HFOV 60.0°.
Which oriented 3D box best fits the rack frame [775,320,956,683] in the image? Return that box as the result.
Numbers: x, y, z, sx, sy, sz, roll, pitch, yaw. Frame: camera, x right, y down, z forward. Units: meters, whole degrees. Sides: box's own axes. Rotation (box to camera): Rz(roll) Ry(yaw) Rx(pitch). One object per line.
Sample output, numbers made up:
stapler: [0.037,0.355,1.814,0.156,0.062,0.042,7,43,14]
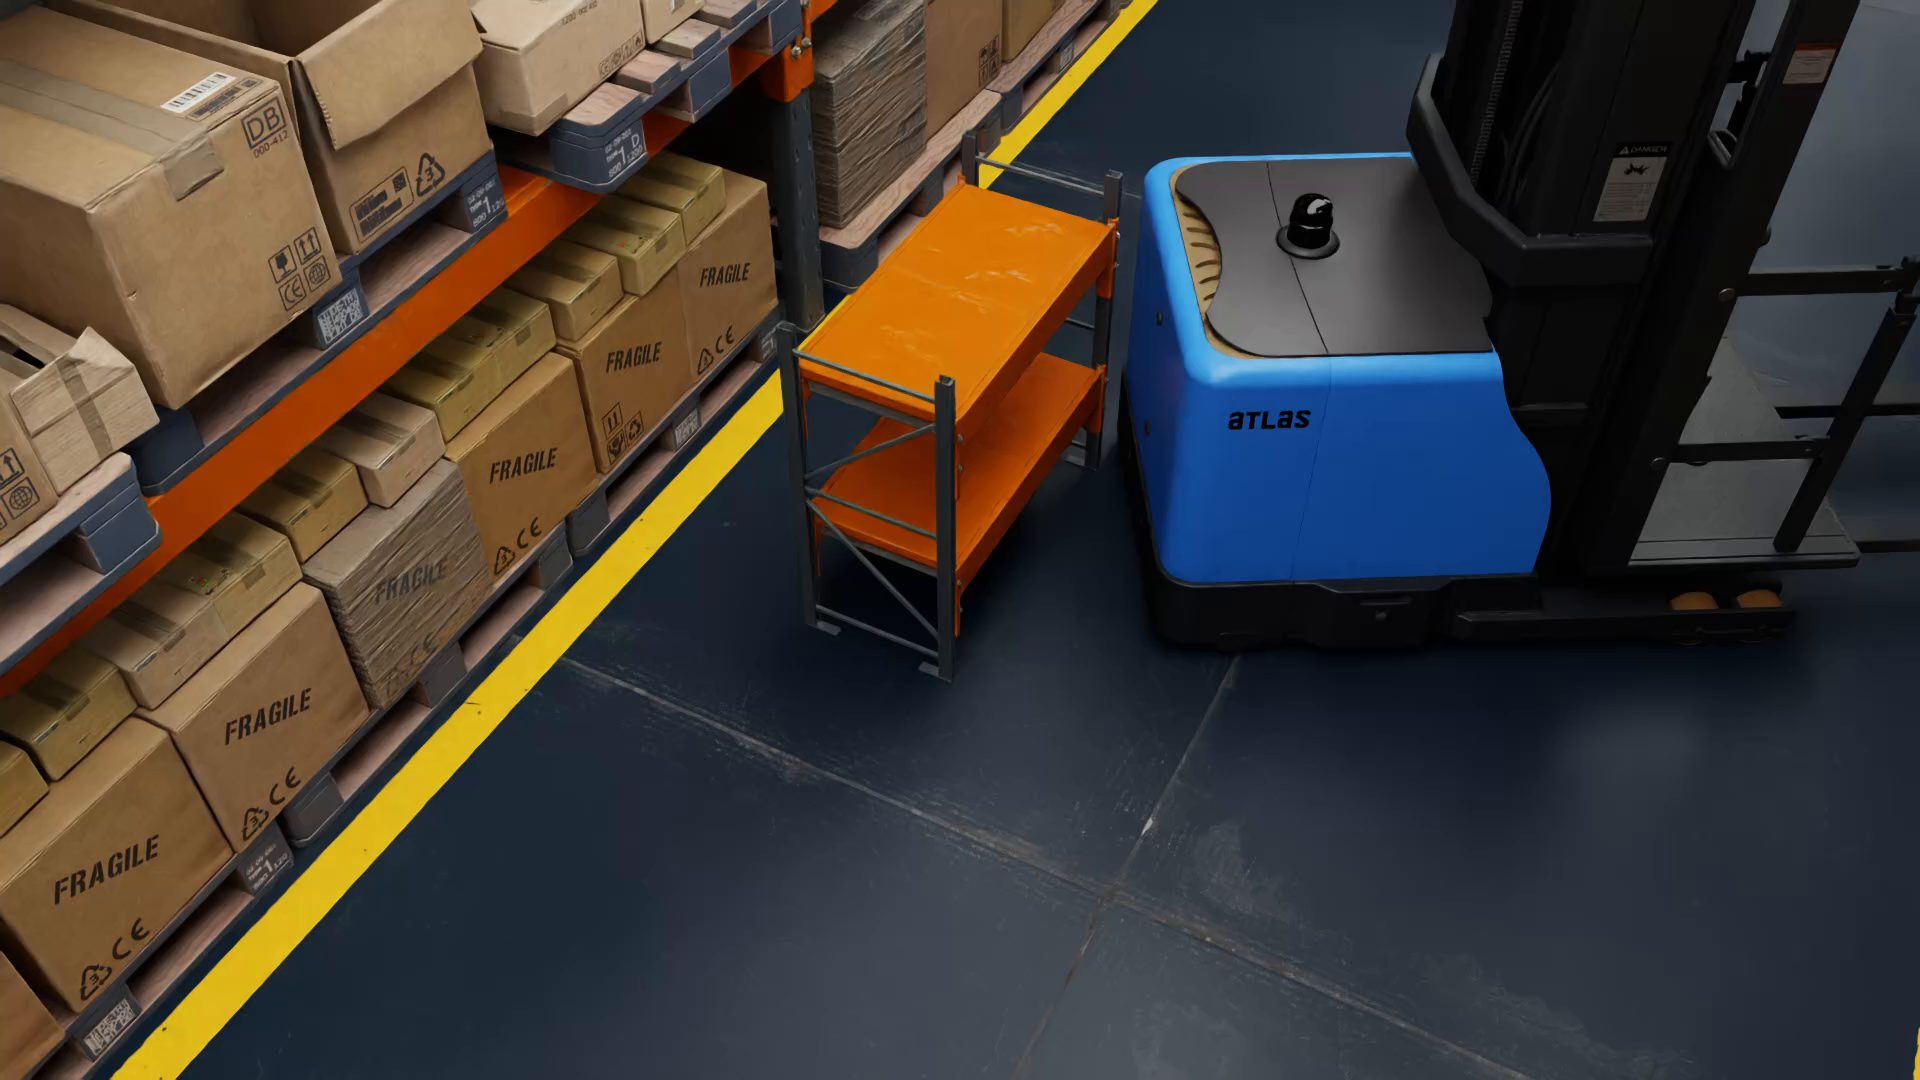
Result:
rack frame: [-0.239,-0.071,4.529,0.500,1.125,0.032,20,49,19]

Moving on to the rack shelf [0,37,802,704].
rack shelf: [-1.888,-0.477,4.119,1.077,0.370,4.000,20,49,19]

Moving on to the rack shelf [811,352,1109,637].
rack shelf: [-0.003,-0.219,5.020,0.538,0.278,1.000,20,49,19]

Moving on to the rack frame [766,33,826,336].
rack frame: [-0.960,-1.990,5.108,1.000,3.000,0.127,20,49,19]

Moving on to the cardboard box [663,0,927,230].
cardboard box: [-0.658,-1.691,6.187,0.875,0.625,0.625,22,49,20]

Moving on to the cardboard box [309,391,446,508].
cardboard box: [-1.605,-0.266,4.410,0.380,0.149,0.250,18,48,17]

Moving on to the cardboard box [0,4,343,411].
cardboard box: [-1.789,-0.705,3.472,0.700,0.500,0.500,20,49,19]

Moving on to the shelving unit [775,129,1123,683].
shelving unit: [-0.003,-0.391,4.846,0.538,1.125,1.048,20,49,19]

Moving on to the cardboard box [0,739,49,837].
cardboard box: [-2.245,0.529,3.624,0.380,0.149,0.250,18,48,17]

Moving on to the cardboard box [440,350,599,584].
cardboard box: [-1.448,-0.279,4.879,0.500,0.500,0.500,22,49,21]

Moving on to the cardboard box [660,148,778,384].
cardboard box: [-0.966,-0.922,5.514,0.500,0.500,0.500,22,49,20]

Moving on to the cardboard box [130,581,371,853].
cardboard box: [-1.919,0.379,4.229,0.500,0.500,0.500,19,48,18]

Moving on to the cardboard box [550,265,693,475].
cardboard box: [-1.207,-0.610,5.206,0.500,0.500,0.500,20,49,18]

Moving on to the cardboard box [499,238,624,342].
cardboard box: [-1.225,-0.759,4.897,0.380,0.149,0.250,19,48,18]

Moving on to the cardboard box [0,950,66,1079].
cardboard box: [-2.393,1.030,3.585,0.500,0.500,0.500,22,49,21]

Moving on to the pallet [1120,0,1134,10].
pallet: [0.590,-3.053,8.119,1.003,0.211,1.213,20,49,19]

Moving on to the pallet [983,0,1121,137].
pallet: [0.025,-2.281,7.356,1.003,0.211,1.213,20,49,19]

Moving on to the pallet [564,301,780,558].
pallet: [-1.340,-0.552,5.647,1.003,0.211,1.213,20,49,19]

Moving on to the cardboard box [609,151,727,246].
cardboard box: [-0.965,-1.092,5.227,0.380,0.149,0.250,18,48,17]

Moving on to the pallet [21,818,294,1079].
pallet: [-2.472,0.985,4.128,1.003,0.211,1.213,20,49,19]

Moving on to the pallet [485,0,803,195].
pallet: [-1.212,-1.473,4.731,1.213,0.211,1.003,20,49,19]

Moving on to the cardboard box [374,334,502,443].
cardboard box: [-1.503,-0.450,4.592,0.380,0.149,0.250,20,49,18]

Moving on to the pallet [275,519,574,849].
pallet: [-1.907,0.214,4.891,1.003,0.211,1.213,20,49,19]

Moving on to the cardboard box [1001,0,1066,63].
cardboard box: [-0.049,-2.530,7.016,0.875,0.625,0.625,19,48,17]

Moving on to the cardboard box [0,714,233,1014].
cardboard box: [-2.154,0.692,3.920,0.500,0.500,0.500,20,49,19]

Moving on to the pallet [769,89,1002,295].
pallet: [-0.543,-1.516,6.600,1.003,0.211,1.213,20,49,19]

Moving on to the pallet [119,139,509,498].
pallet: [-1.858,-0.696,3.964,1.003,0.211,1.213,20,49,19]

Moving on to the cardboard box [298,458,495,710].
cardboard box: [-1.672,0.054,4.550,0.500,0.500,0.500,19,48,18]

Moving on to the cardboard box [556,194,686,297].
cardboard box: [-1.064,-0.910,5.047,0.380,0.149,0.250,18,48,17]

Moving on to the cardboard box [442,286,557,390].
cardboard box: [-1.388,-0.608,4.748,0.380,0.149,0.250,22,49,20]

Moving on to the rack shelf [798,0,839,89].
rack shelf: [-0.031,-2.997,6.609,1.077,0.370,4.000,20,49,19]

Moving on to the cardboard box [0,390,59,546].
cardboard box: [-2.153,-0.210,2.983,0.700,0.500,0.500,21,49,19]

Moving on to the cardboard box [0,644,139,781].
cardboard box: [-2.130,0.352,3.799,0.380,0.149,0.250,20,49,18]

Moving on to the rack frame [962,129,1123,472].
rack frame: [0.233,-0.711,5.162,0.500,1.125,0.032,20,49,19]

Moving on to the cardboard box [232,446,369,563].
cardboard box: [-1.764,-0.128,4.274,0.380,0.149,0.250,21,49,19]

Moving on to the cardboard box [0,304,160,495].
cardboard box: [-1.832,-0.319,3.256,0.396,0.266,0.258,23,50,21]

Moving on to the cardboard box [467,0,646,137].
cardboard box: [-1.163,-1.314,4.249,0.500,0.250,0.500,18,48,17]

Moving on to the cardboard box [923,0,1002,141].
cardboard box: [-0.362,-2.106,6.596,0.875,0.625,0.625,22,49,20]

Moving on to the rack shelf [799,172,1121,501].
rack shelf: [-0.003,-0.597,4.638,0.538,0.278,1.000,20,49,19]

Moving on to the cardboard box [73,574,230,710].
cardboard box: [-1.981,0.207,3.943,0.380,0.149,0.250,20,49,19]

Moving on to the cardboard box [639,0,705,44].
cardboard box: [-0.925,-1.509,4.514,0.380,0.149,0.250,21,49,20]

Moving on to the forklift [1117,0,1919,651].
forklift: [2.053,-1.097,4.273,3.031,2.935,1.130,-2,45,-2]

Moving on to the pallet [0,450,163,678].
pallet: [-2.349,0.130,3.148,1.003,0.211,1.213,20,49,19]

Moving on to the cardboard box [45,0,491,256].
cardboard box: [-1.554,-1.085,3.845,0.797,0.503,0.637,19,48,18]

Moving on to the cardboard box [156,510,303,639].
cardboard box: [-1.864,0.051,4.096,0.380,0.149,0.250,22,49,20]
